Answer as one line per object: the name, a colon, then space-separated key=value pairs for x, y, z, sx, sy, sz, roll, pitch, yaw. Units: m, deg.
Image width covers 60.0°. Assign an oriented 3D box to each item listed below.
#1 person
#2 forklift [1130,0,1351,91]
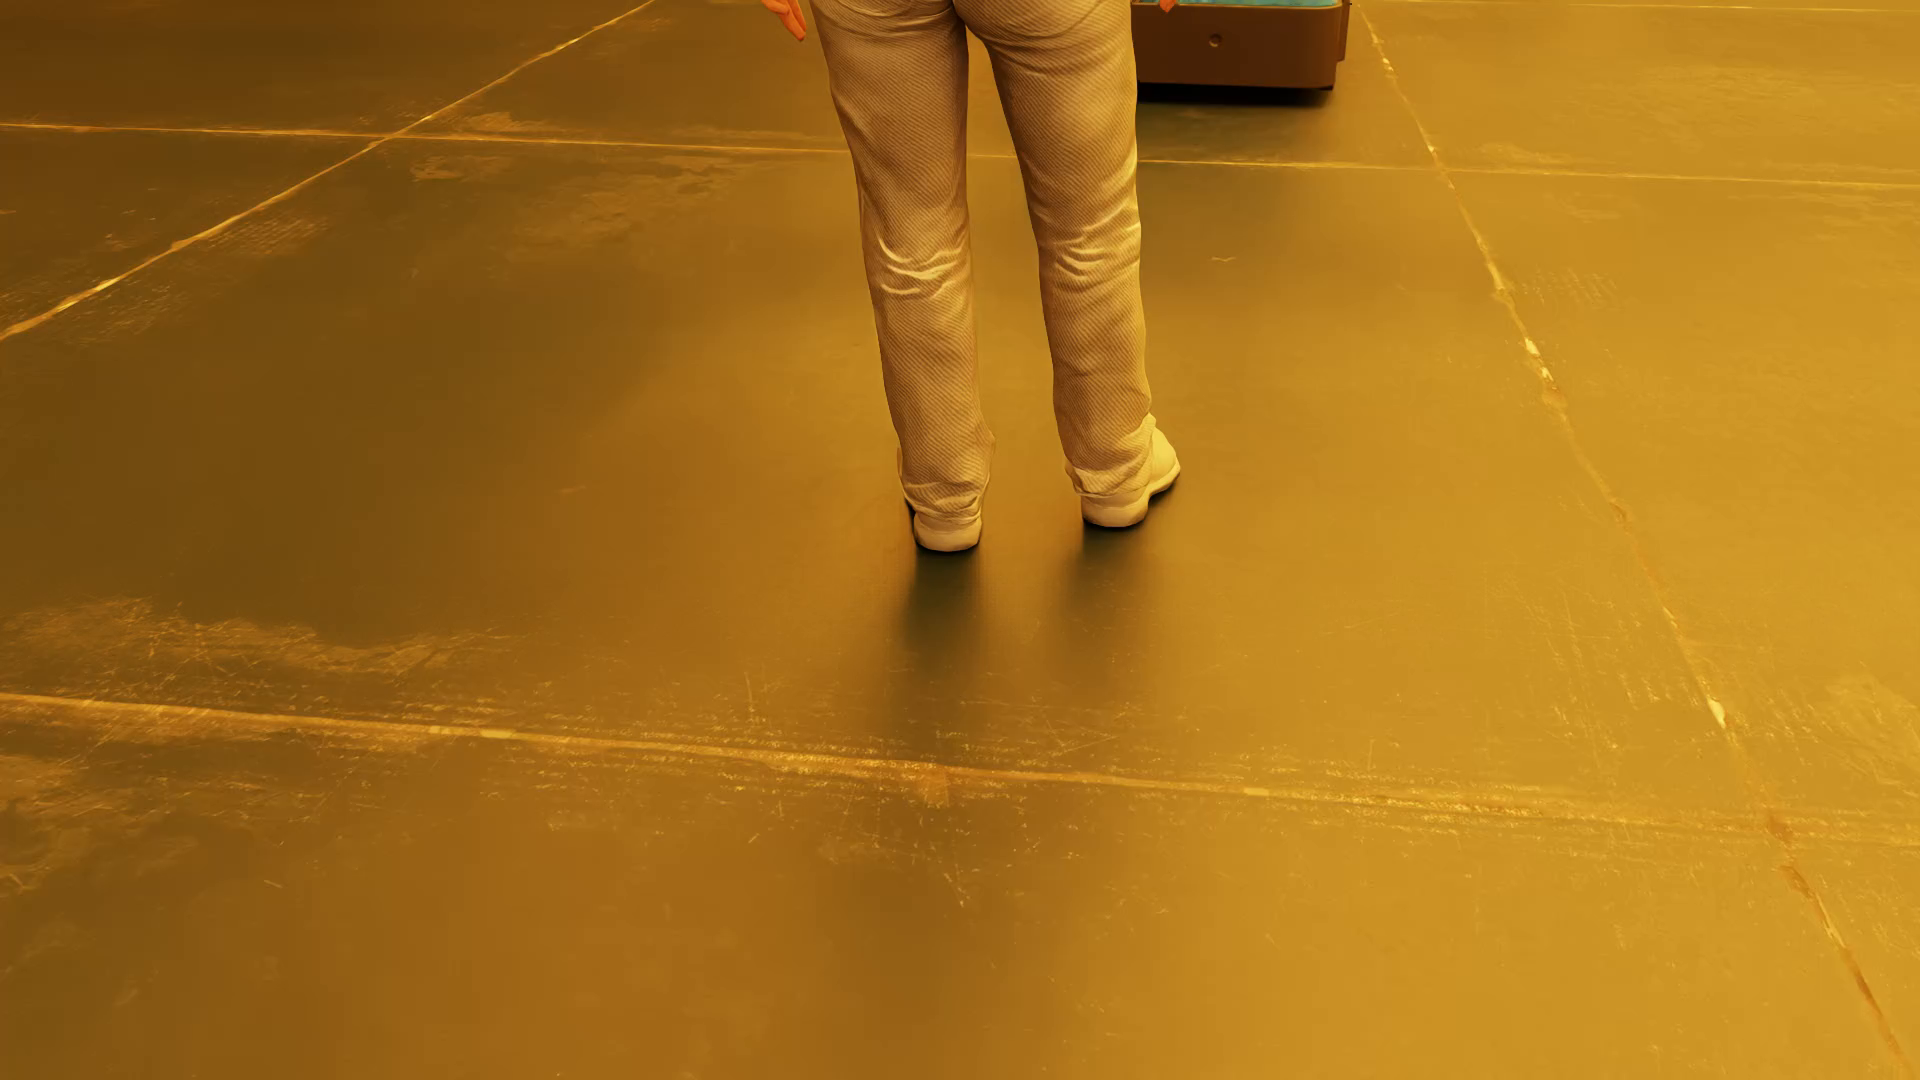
person: x=0.017 y=-0.827 z=2.154 sx=0.632 sy=1.773 sz=0.568 roll=3 pitch=27 yaw=7
forklift: x=0.914 y=-3.338 z=5.909 sx=1.130 sy=2.935 sz=3.031 roll=5 pitch=27 yaw=9
